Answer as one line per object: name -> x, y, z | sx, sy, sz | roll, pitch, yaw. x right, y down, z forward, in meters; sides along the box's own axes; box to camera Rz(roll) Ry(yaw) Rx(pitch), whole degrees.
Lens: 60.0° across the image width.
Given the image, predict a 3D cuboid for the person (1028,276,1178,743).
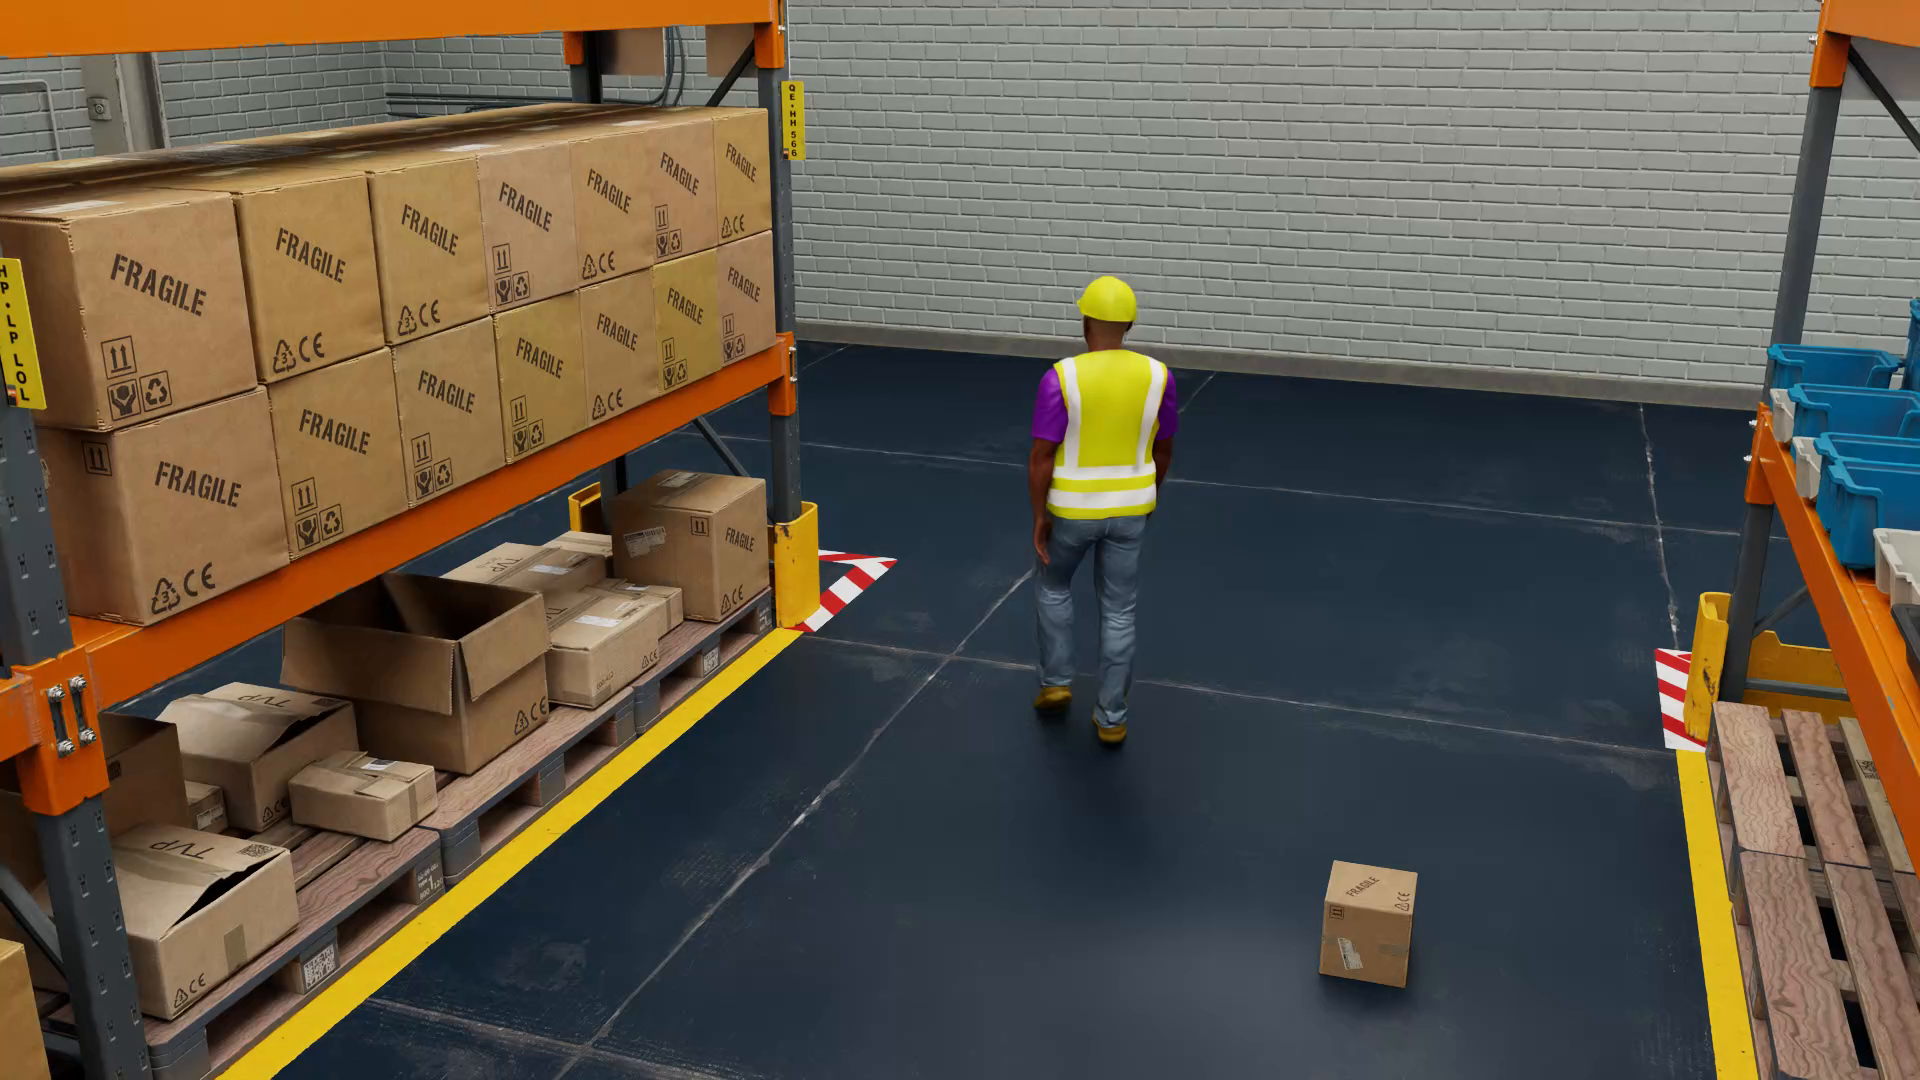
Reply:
person -> 0.528, -0.094, 6.337 | 0.582, 1.826, 0.581 | -2, 19, -7
